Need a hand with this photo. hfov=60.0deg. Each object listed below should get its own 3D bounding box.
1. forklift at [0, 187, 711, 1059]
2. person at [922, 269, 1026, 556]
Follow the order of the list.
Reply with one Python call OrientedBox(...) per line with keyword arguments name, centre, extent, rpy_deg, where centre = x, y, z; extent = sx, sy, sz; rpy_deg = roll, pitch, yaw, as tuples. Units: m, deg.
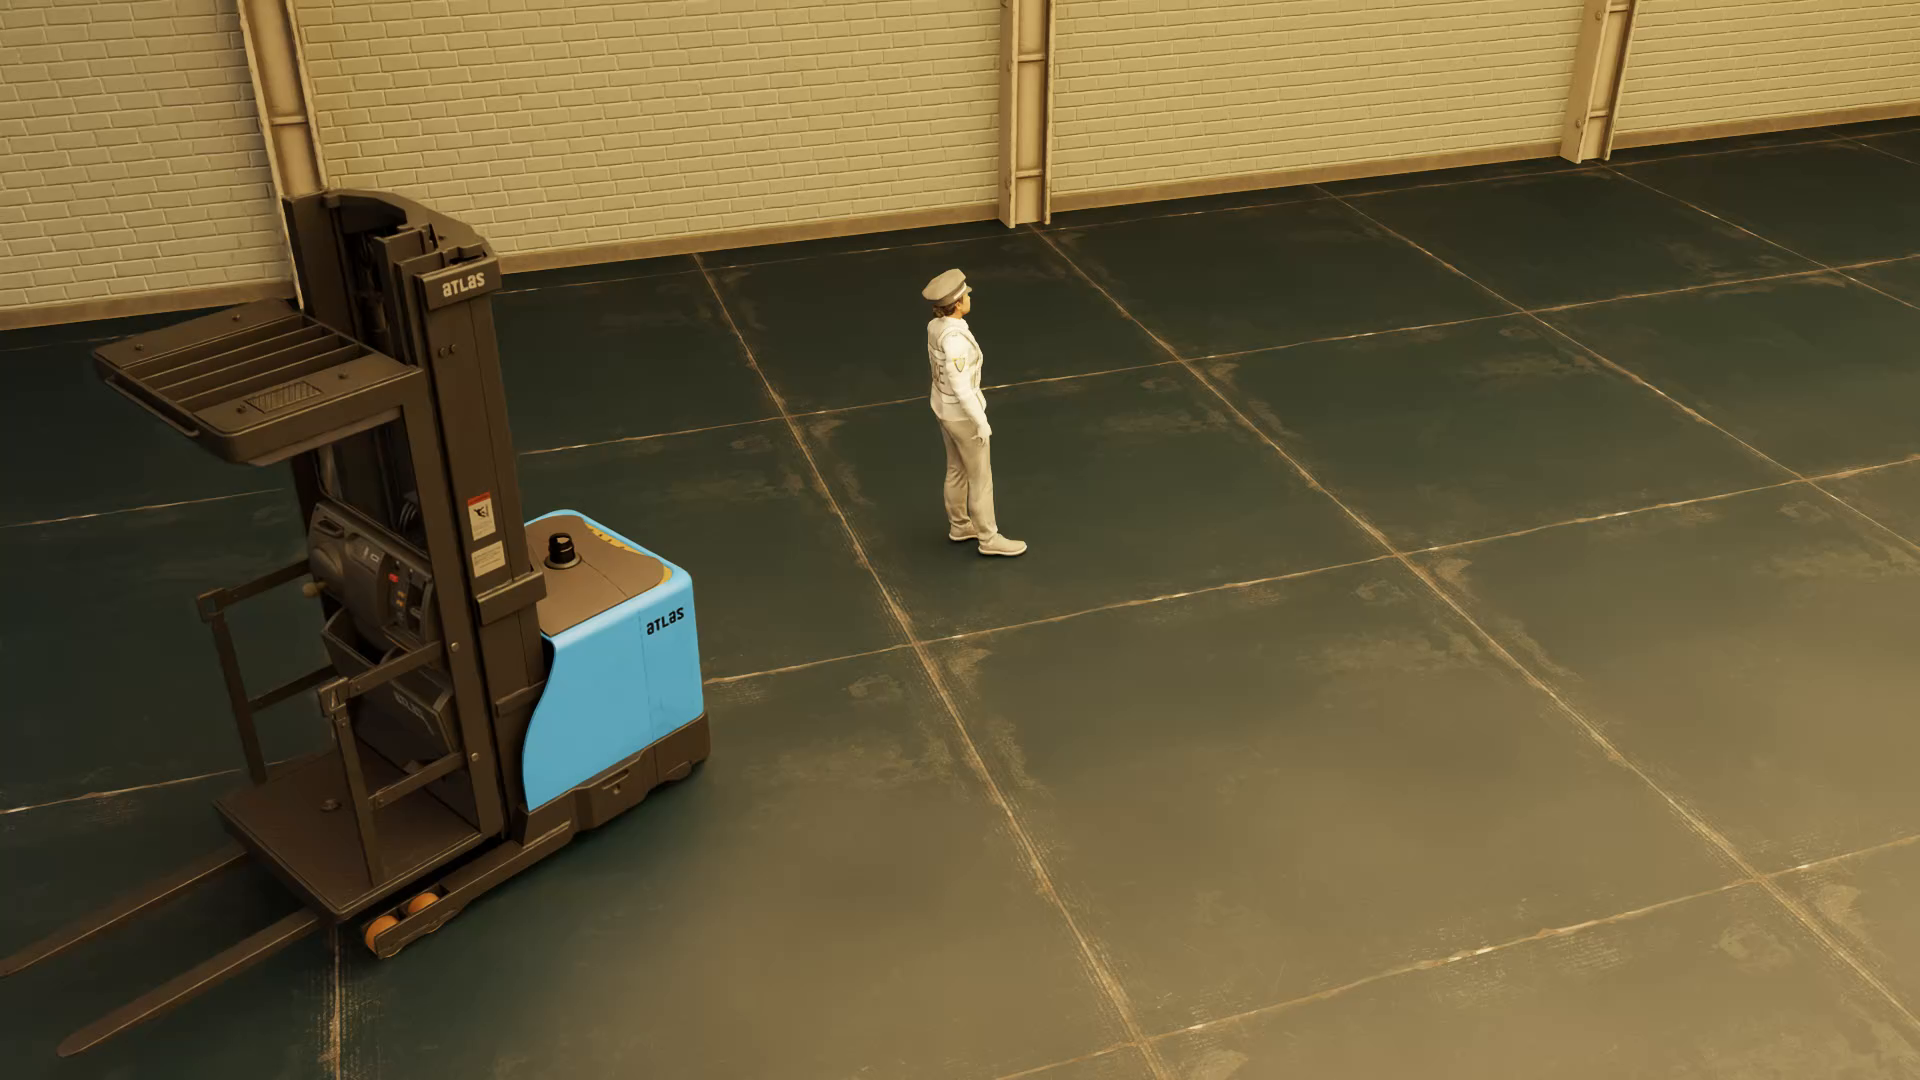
OrientedBox(name="forklift", centre=(-2.581, 0.192, 6.754), extent=(1.130, 2.935, 3.031), rpy_deg=(25, 38, 36))
OrientedBox(name="person", centre=(0.068, -0.748, 9.613), extent=(0.530, 1.694, 0.586), rpy_deg=(-10, 31, -16))
